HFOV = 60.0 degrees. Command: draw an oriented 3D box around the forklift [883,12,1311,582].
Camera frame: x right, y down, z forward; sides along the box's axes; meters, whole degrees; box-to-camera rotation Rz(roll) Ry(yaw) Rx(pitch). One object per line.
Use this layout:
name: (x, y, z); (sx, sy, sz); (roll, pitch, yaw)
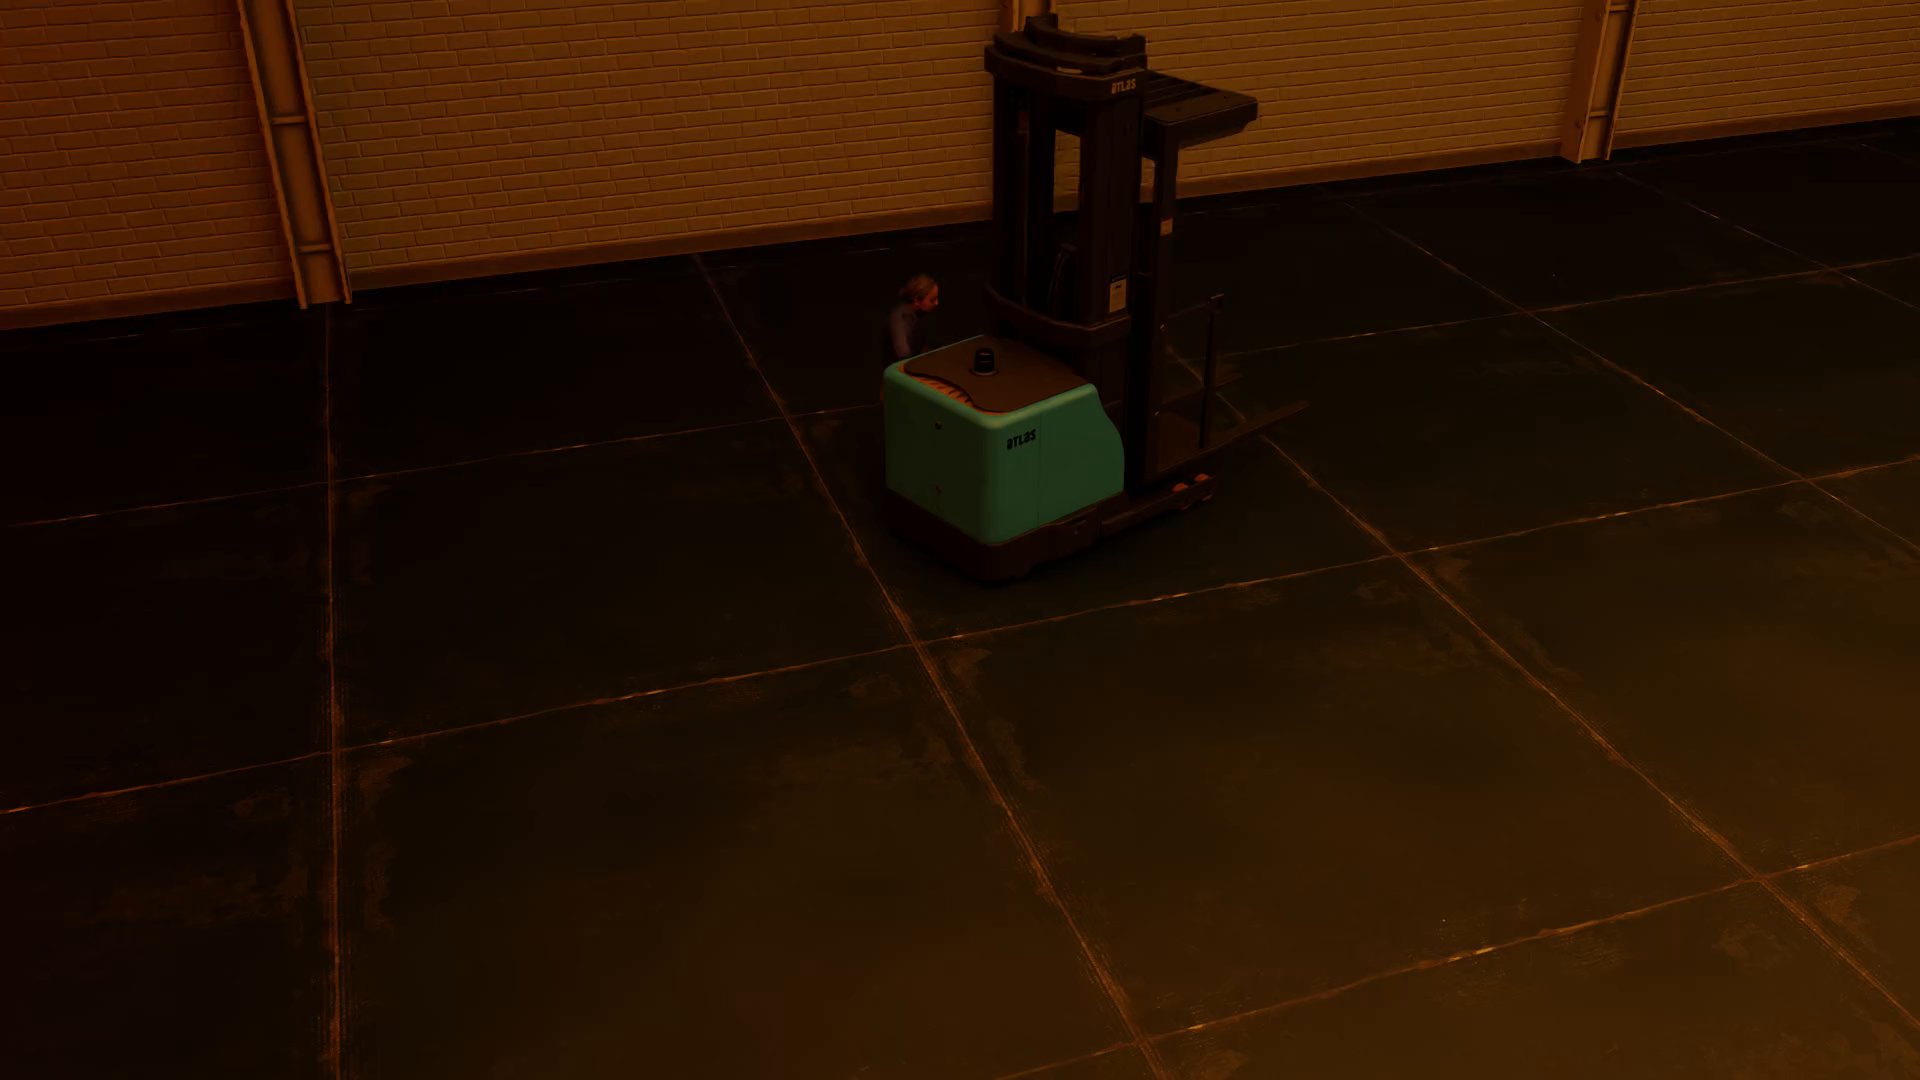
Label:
forklift: (0.991, -1.635, 9.929); (3.031, 2.935, 1.130); (-23, 37, -34)

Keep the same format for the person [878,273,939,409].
person: (-0.101, -0.934, 10.250); (0.801, 1.450, 0.720); (4, 30, 7)
